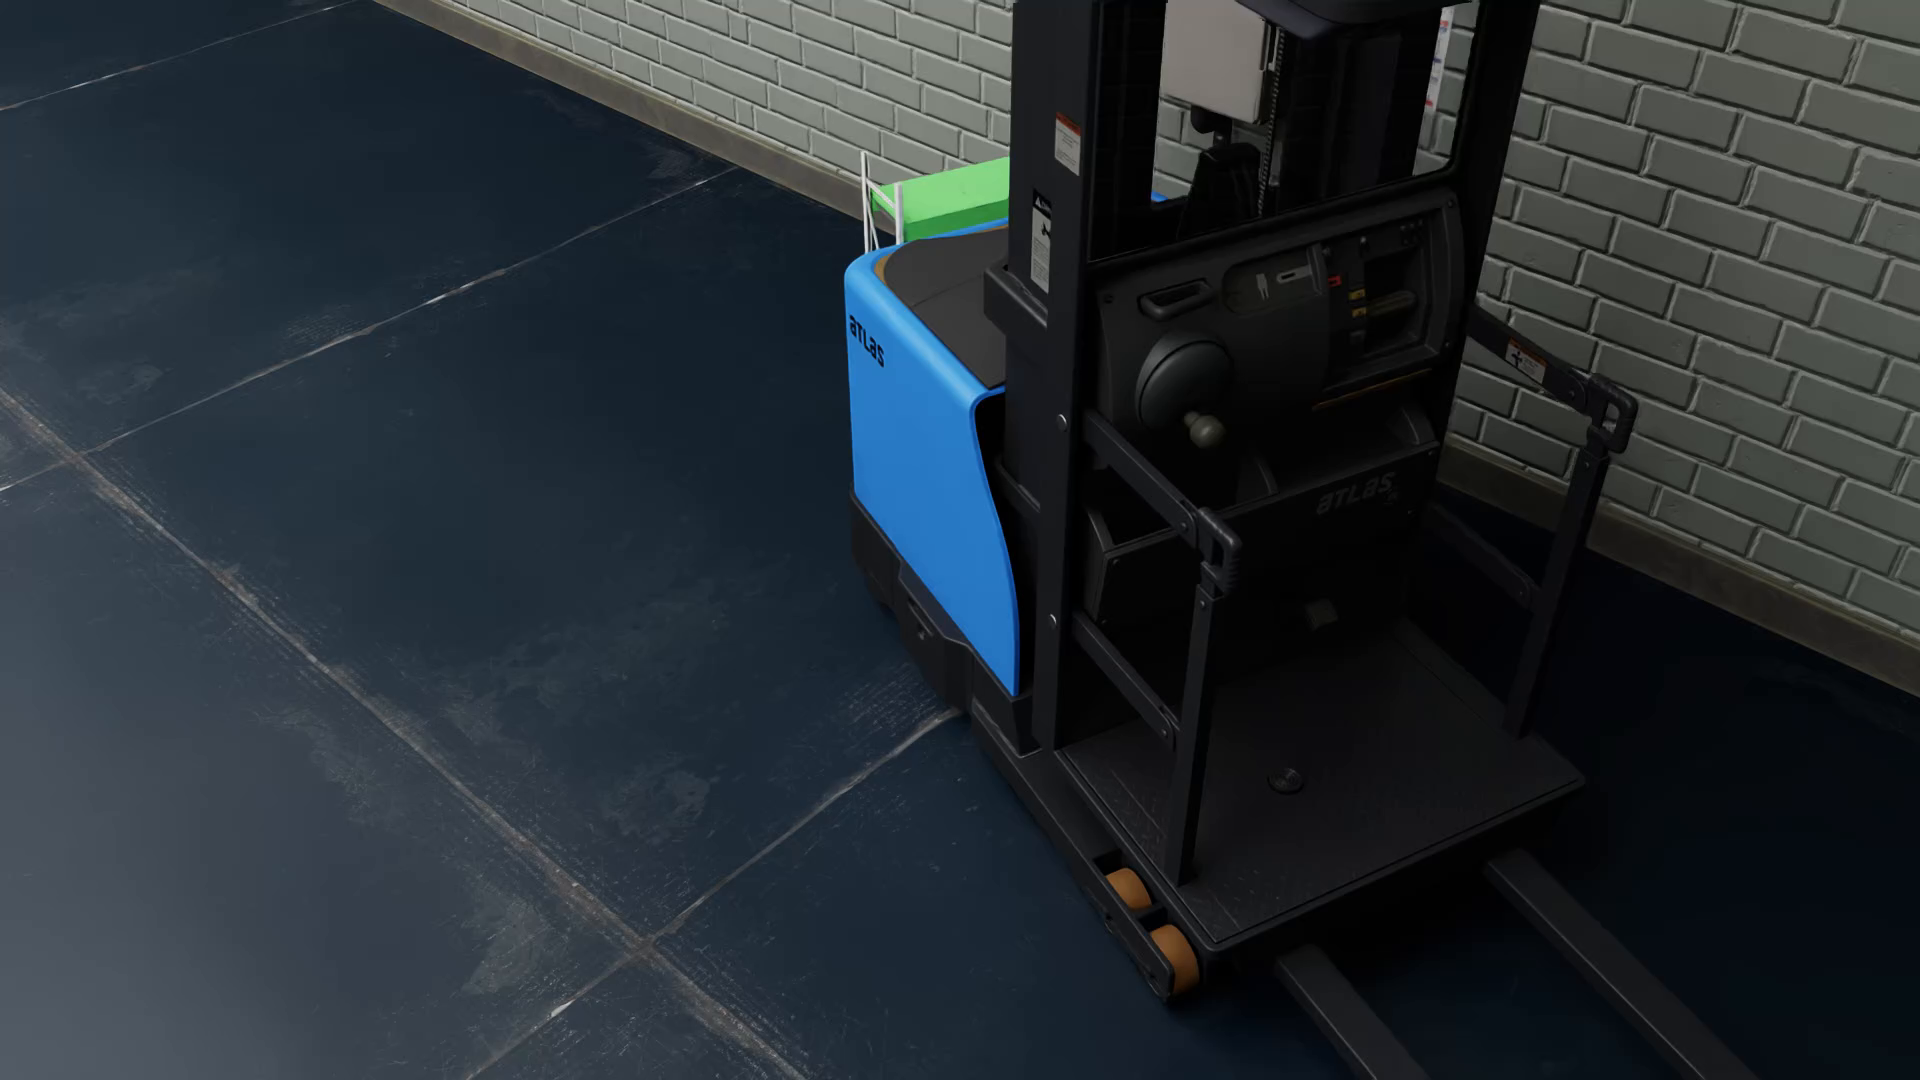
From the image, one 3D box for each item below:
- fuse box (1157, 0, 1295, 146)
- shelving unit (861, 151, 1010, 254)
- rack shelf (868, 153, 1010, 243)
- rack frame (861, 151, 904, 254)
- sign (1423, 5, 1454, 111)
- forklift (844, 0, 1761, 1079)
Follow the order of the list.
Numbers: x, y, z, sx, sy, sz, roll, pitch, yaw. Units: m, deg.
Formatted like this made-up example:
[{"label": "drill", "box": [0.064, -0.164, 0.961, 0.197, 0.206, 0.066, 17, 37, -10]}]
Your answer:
[{"label": "fuse box", "box": [0.773, -1.174, 5.351, 0.539, 1.711, 0.414, 30, 47, 32]}, {"label": "shelving unit", "box": [0.000, -0.633, 5.080, 0.503, 1.200, 0.258, -18, 41, -21]}, {"label": "rack shelf", "box": [-0.002, -0.960, 4.823, 0.480, 0.148, 0.258, -18, 41, -21]}, {"label": "rack frame", "box": [-0.216, -0.562, 4.991, 0.015, 1.200, 0.240, -18, 41, -21]}, {"label": "sign", "box": [1.277, -1.529, 4.839, 0.329, 0.494, 0.001, 30, 47, 32]}, {"label": "forklift", "box": [0.799, -0.399, 3.397, 1.130, 2.935, 3.031, -18, 42, -21]}]
